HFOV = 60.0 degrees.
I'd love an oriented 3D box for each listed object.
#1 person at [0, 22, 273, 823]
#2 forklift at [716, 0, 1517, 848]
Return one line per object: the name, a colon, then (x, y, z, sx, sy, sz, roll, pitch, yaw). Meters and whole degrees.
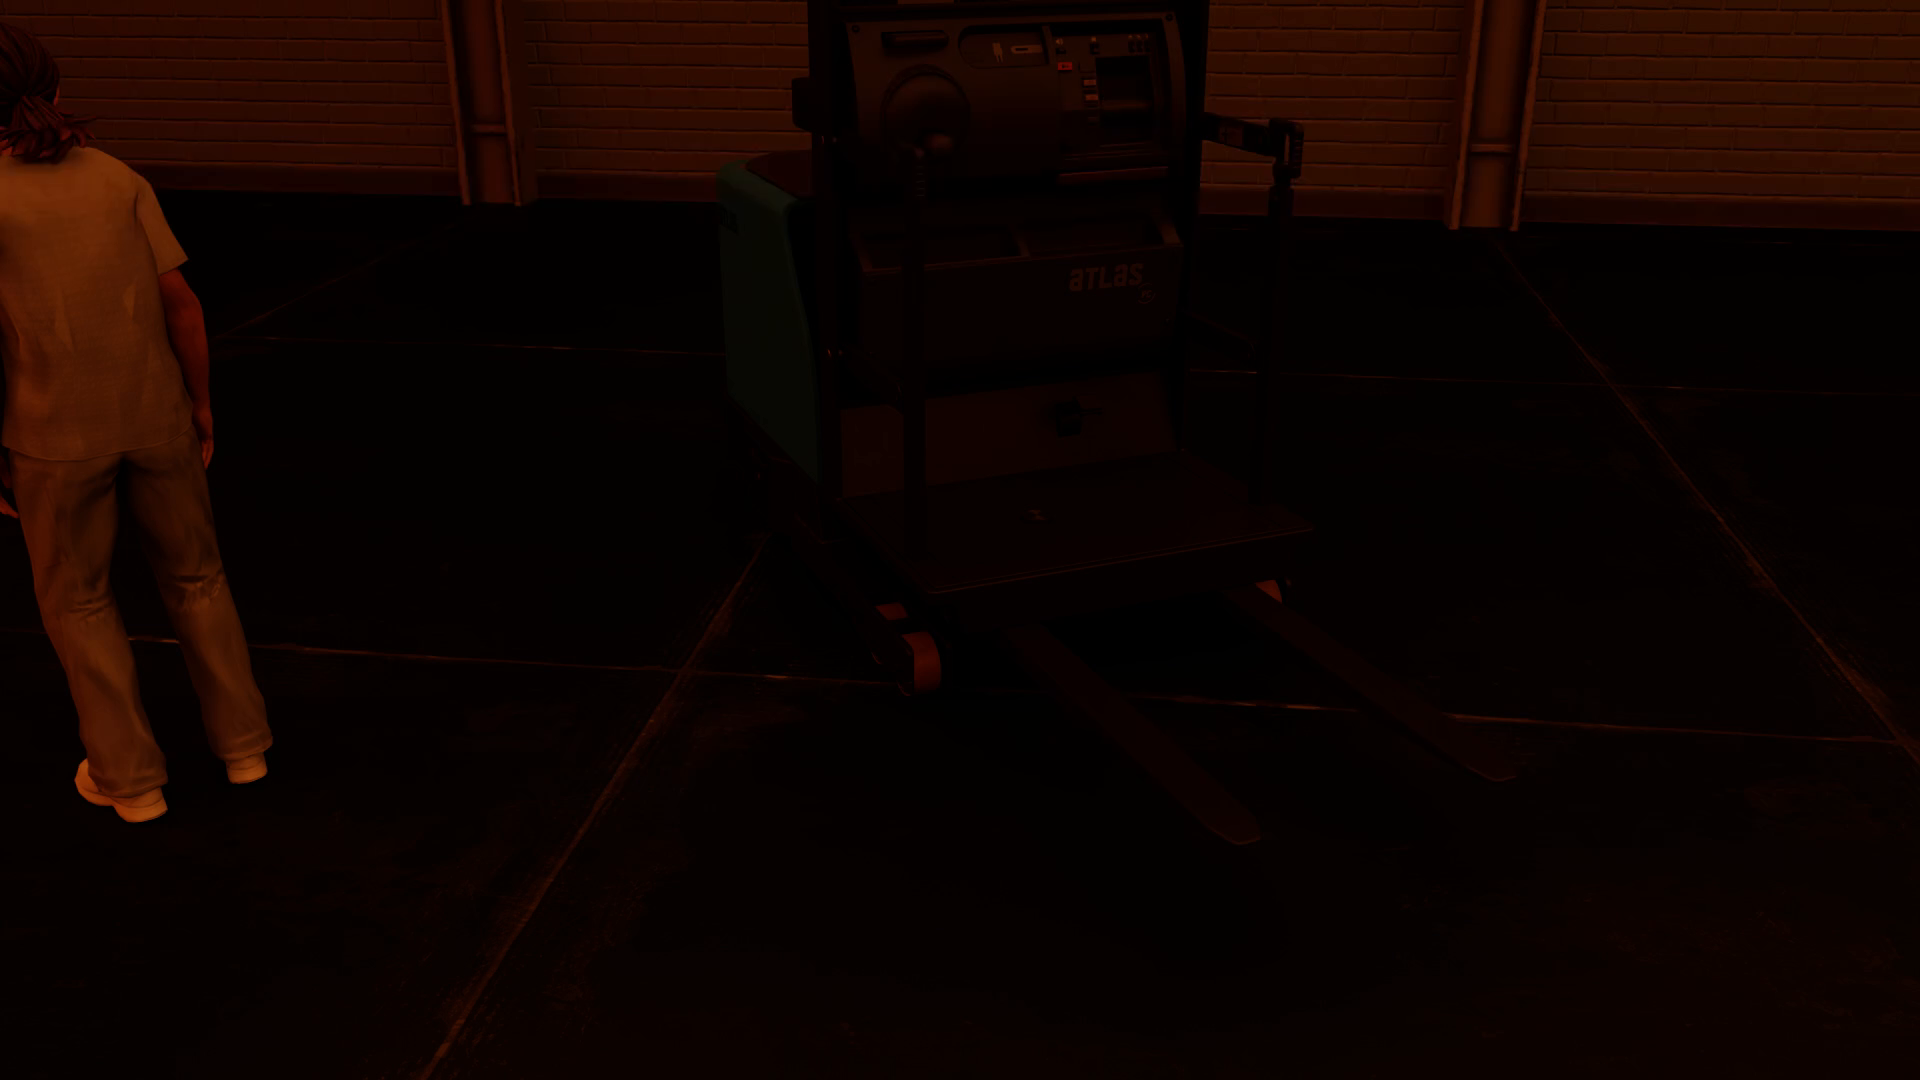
person: (-1.787, -0.211, 3.465, 0.503, 1.671, 0.359, -20, 29, -40)
forklift: (0.243, -1.144, 4.094, 1.130, 2.935, 3.031, -9, 24, -21)
